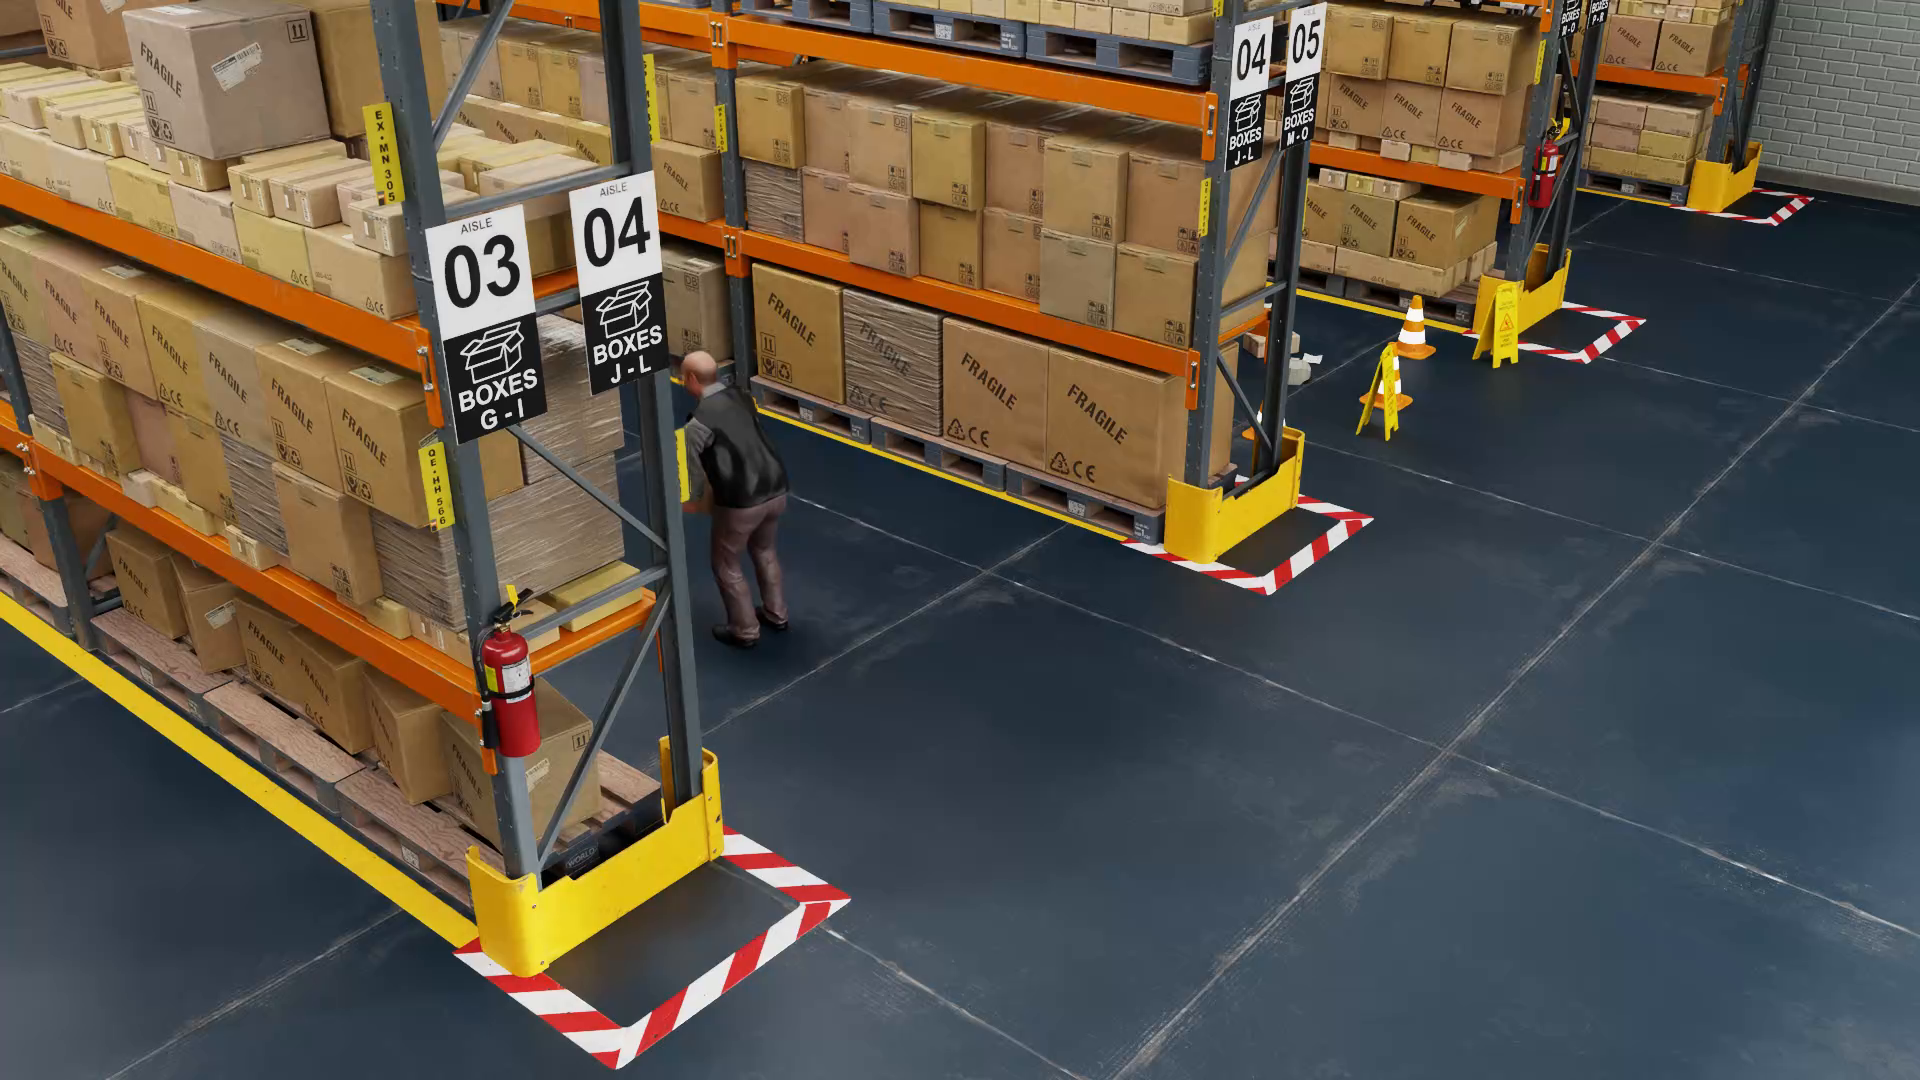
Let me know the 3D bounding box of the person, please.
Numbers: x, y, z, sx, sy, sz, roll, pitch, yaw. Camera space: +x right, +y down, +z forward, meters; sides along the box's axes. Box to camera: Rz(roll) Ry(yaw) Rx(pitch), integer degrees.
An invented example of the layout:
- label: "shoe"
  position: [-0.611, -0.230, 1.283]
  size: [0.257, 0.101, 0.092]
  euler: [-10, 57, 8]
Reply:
- label: "person"
  position: [-1.257, -0.224, 9.169]
  size: [0.615, 1.647, 0.477]
  euler: [20, 33, 34]
